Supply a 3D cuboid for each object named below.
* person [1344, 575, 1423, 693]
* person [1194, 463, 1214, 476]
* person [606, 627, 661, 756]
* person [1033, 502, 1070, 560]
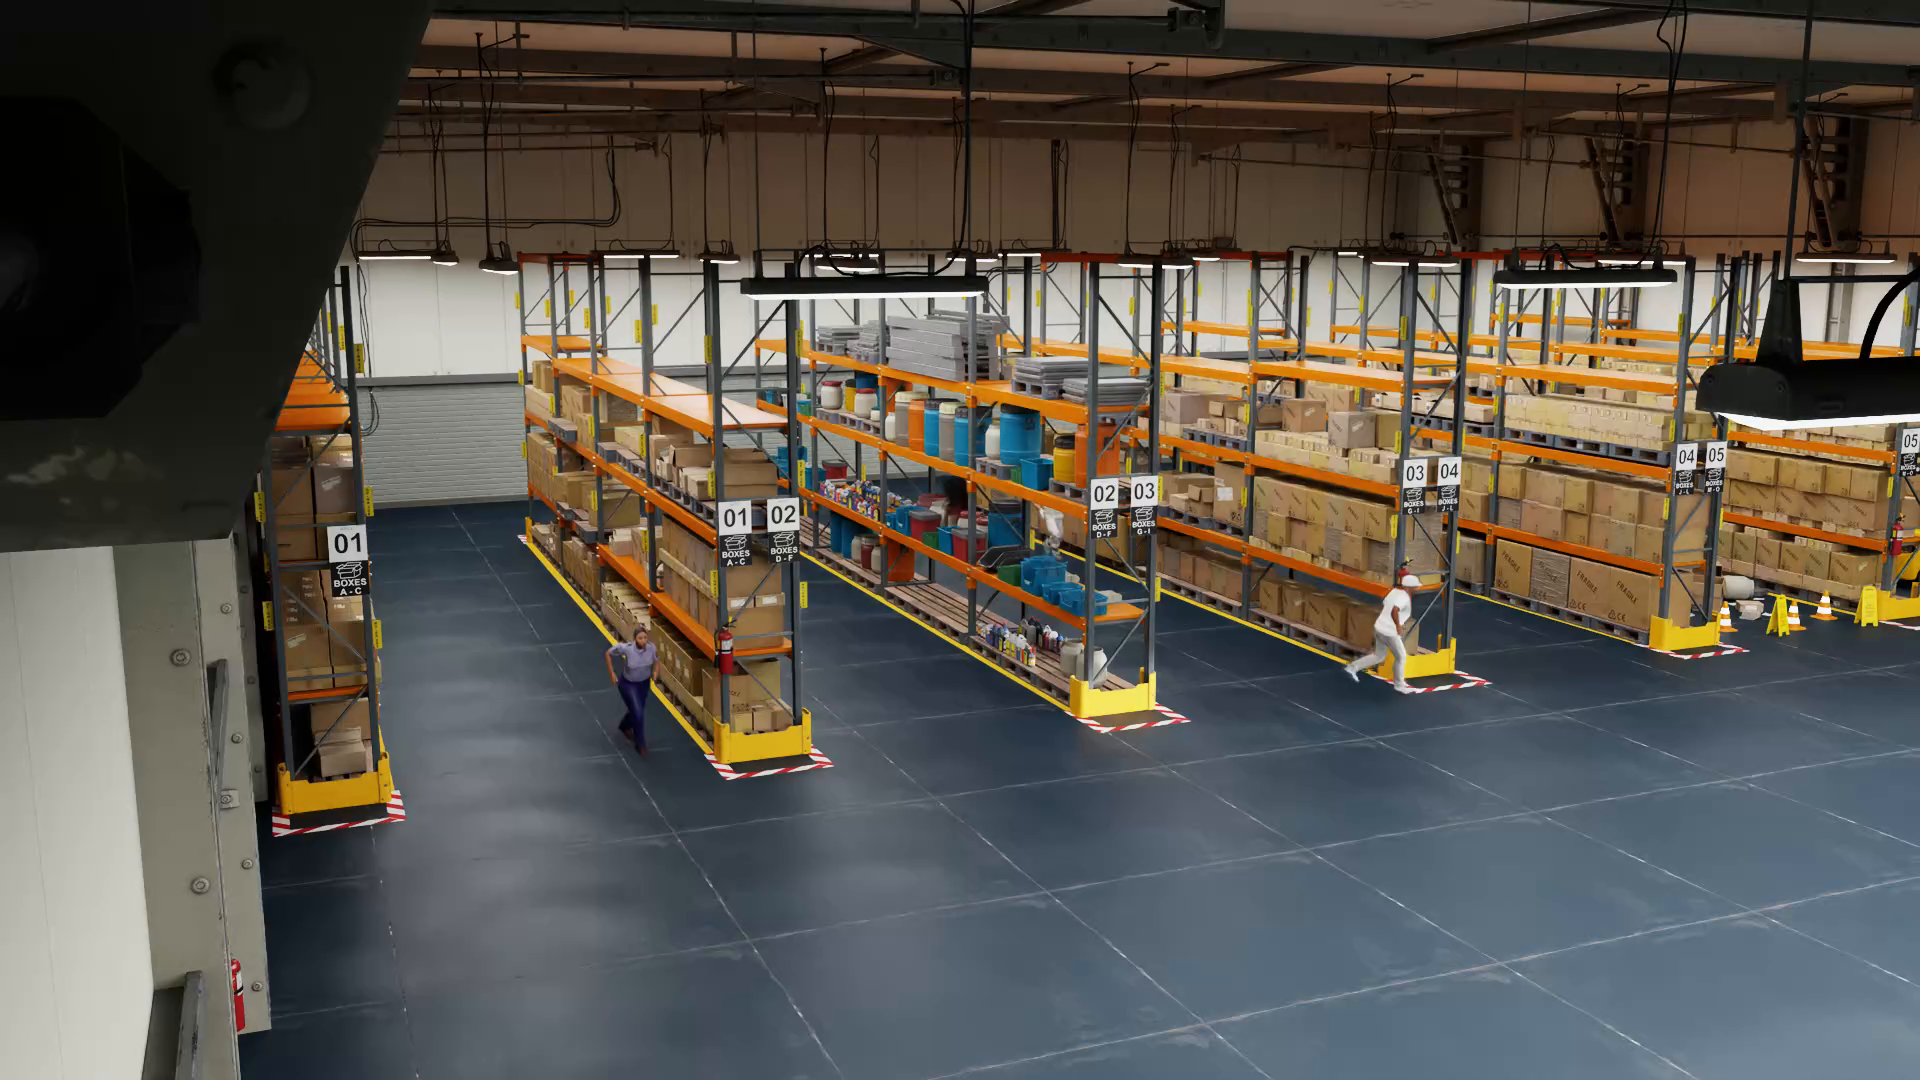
[{"bbox_3d":[5.898,1.333,23.180,1.038,1.711,0.726,0,10,2],"label":"person"},{"bbox_3d":[6.163,-2.063,41.341,0.942,1.819,0.775,8,13,37],"label":"person"},{"bbox_3d":[-4.051,1.866,20.632,0.636,1.684,0.862,-8,13,-37],"label":"person"},{"bbox_3d":[1.747,-0.476,31.637,0.655,1.621,0.862,-4,11,-22],"label":"person"}]
